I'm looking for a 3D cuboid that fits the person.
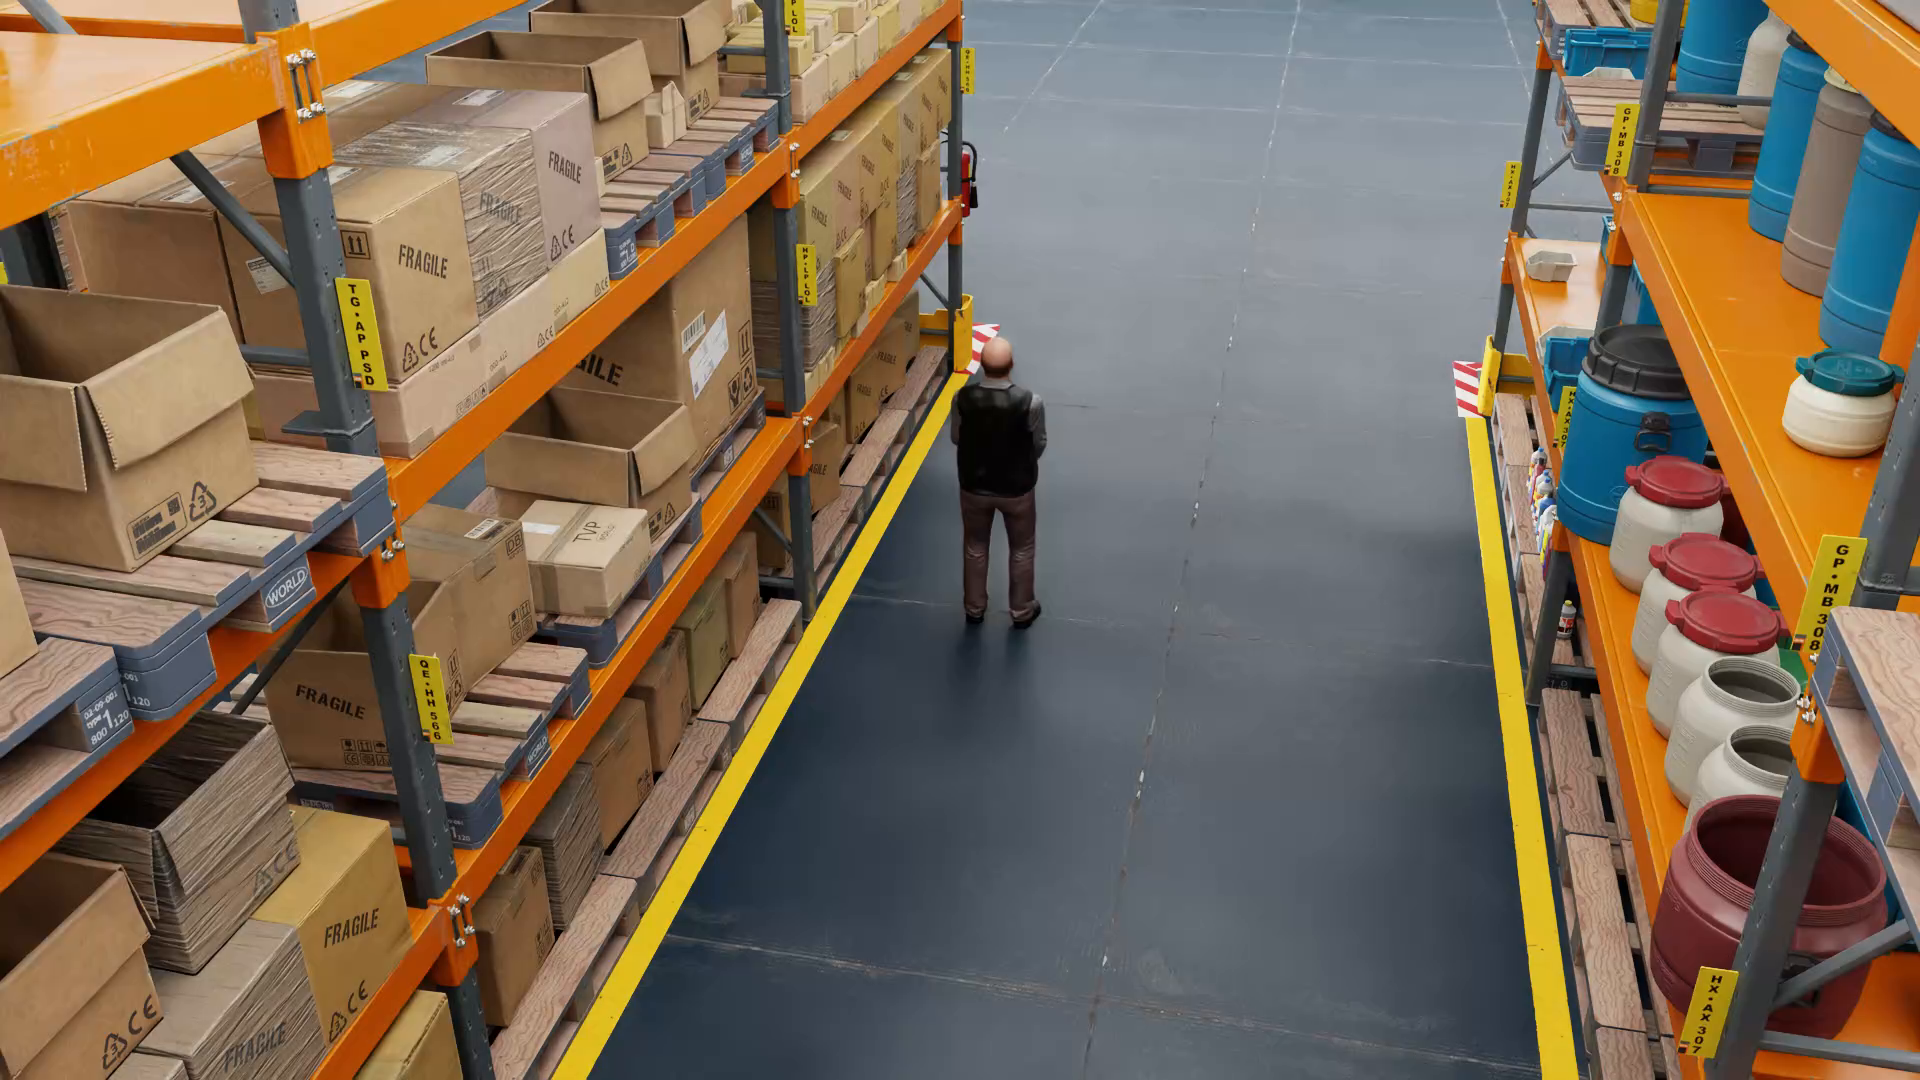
[{"bbox_3d":[0.216,-0.332,9.250,0.536,1.727,0.513,6,29,10],"label":"person"}]
